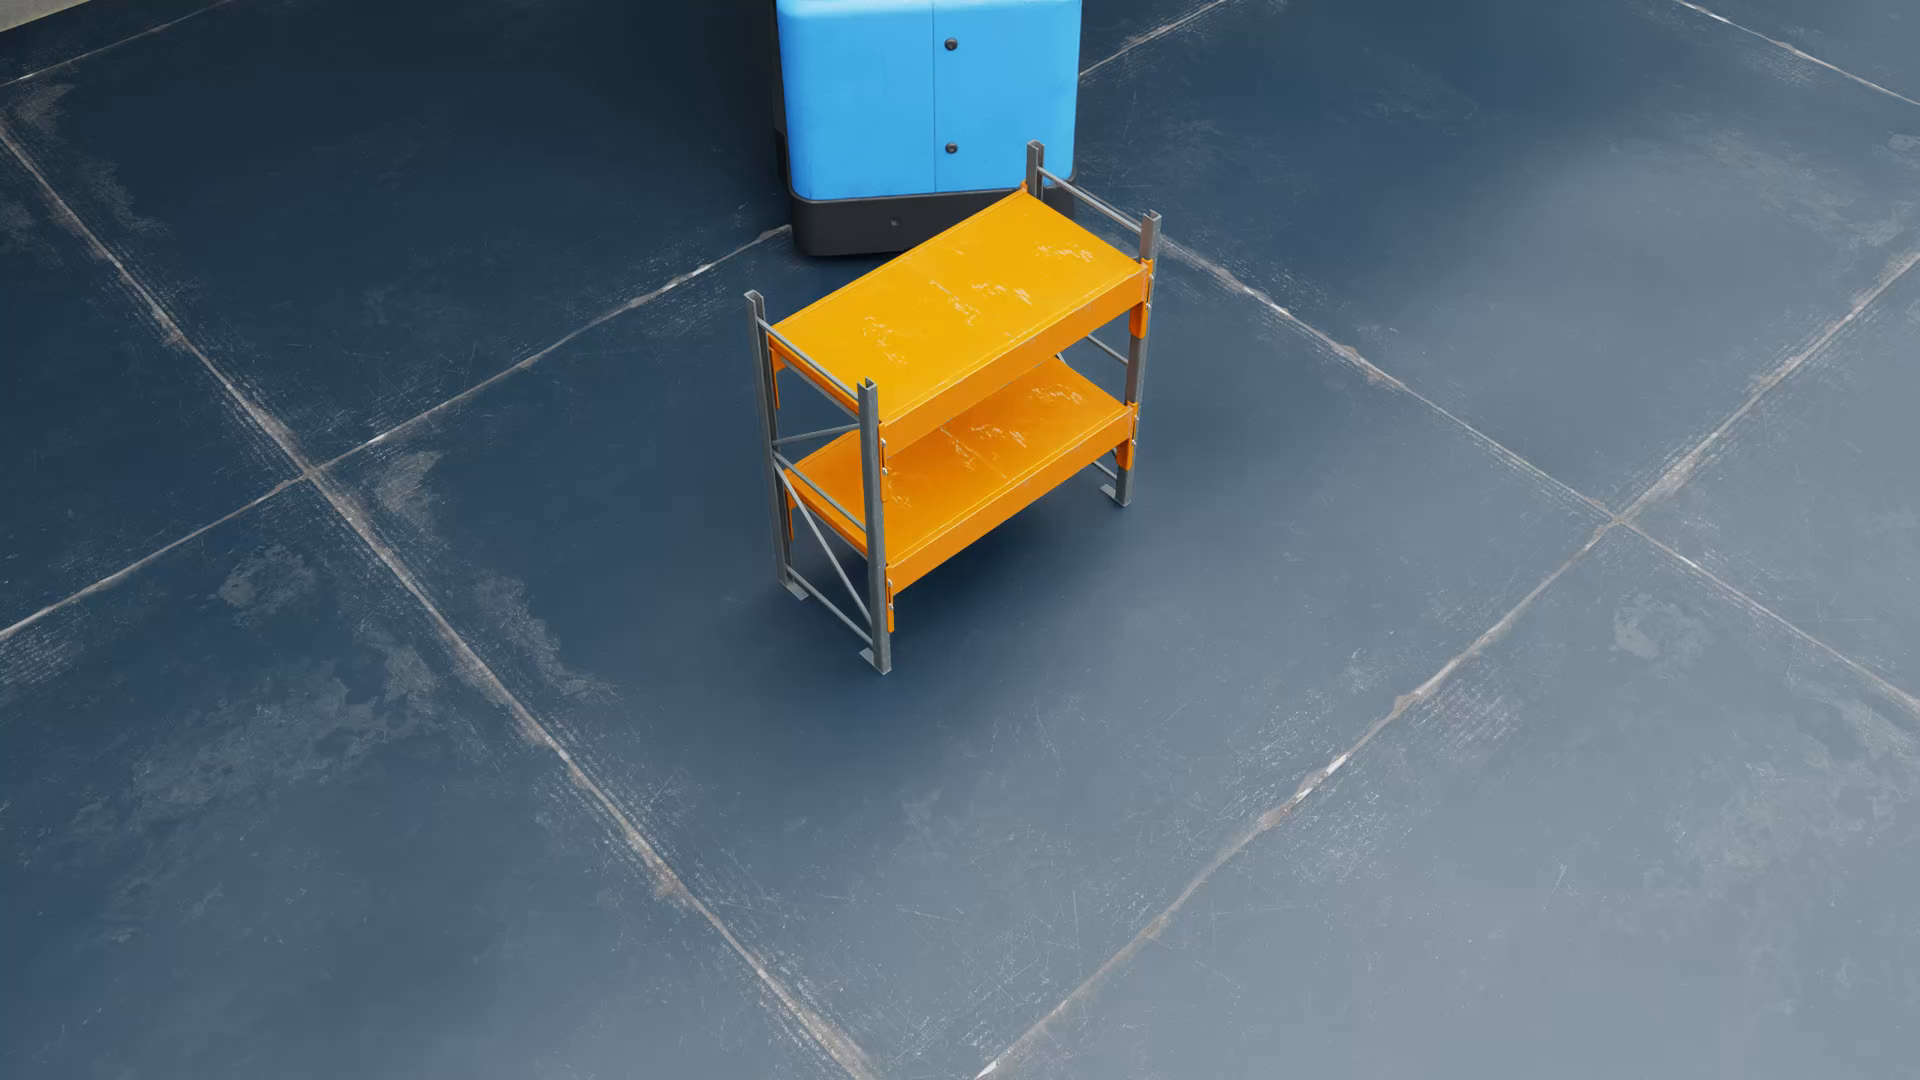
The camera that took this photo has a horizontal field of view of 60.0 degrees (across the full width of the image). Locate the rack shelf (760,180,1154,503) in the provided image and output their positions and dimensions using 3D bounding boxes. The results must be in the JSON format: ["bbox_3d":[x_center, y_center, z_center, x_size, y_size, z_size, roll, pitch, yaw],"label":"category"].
[{"bbox_3d":[-0.005,-0.577,4.618,1.000,0.278,0.538,-34,56,-27],"label":"rack shelf"}]

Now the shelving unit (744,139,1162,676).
[{"bbox_3d":[-0.005,-0.378,4.834,1.048,1.125,0.538,-34,56,-27],"label":"shelving unit"}]

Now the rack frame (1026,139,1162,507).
[{"bbox_3d":[0.371,-0.629,5.065,0.032,1.125,0.500,-34,56,-27],"label":"rack frame"}]

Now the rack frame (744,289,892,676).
[{"bbox_3d":[-0.381,-0.127,4.602,0.032,1.125,0.500,-34,56,-27],"label":"rack frame"}]

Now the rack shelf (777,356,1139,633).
[{"bbox_3d":[-0.005,-0.212,5.013,1.000,0.278,0.538,-34,56,-27],"label":"rack shelf"}]

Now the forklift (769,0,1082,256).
[{"bbox_3d":[-0.248,-3.128,6.142,1.130,2.935,3.031,-5,47,-4],"label":"forklift"}]
